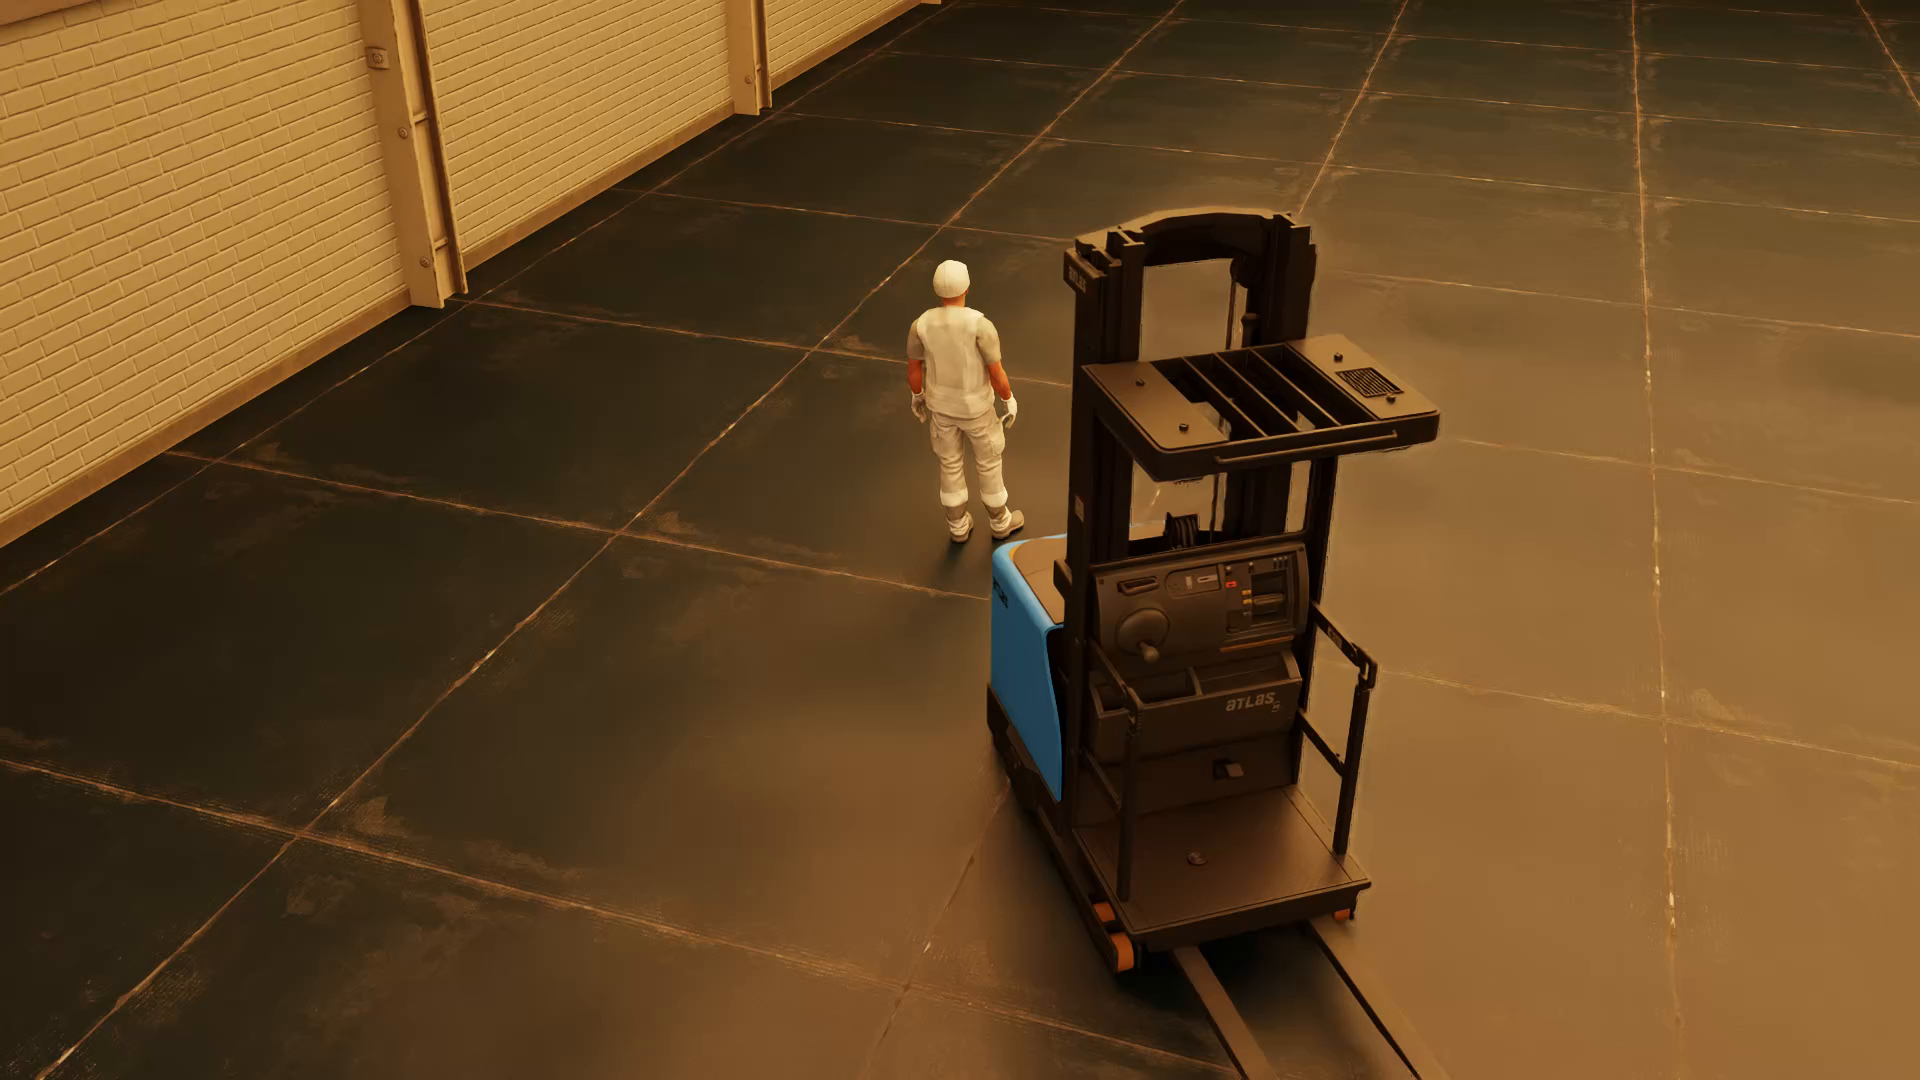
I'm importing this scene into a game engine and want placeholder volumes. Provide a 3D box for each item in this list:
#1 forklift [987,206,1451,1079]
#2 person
[{"bbox_3d":[1.057,0.305,6.601,1.130,2.935,3.031,-9,31,-15],"label":"forklift"},{"bbox_3d":[0.037,-0.819,9.712,0.638,1.787,0.564,10,31,16],"label":"person"}]
